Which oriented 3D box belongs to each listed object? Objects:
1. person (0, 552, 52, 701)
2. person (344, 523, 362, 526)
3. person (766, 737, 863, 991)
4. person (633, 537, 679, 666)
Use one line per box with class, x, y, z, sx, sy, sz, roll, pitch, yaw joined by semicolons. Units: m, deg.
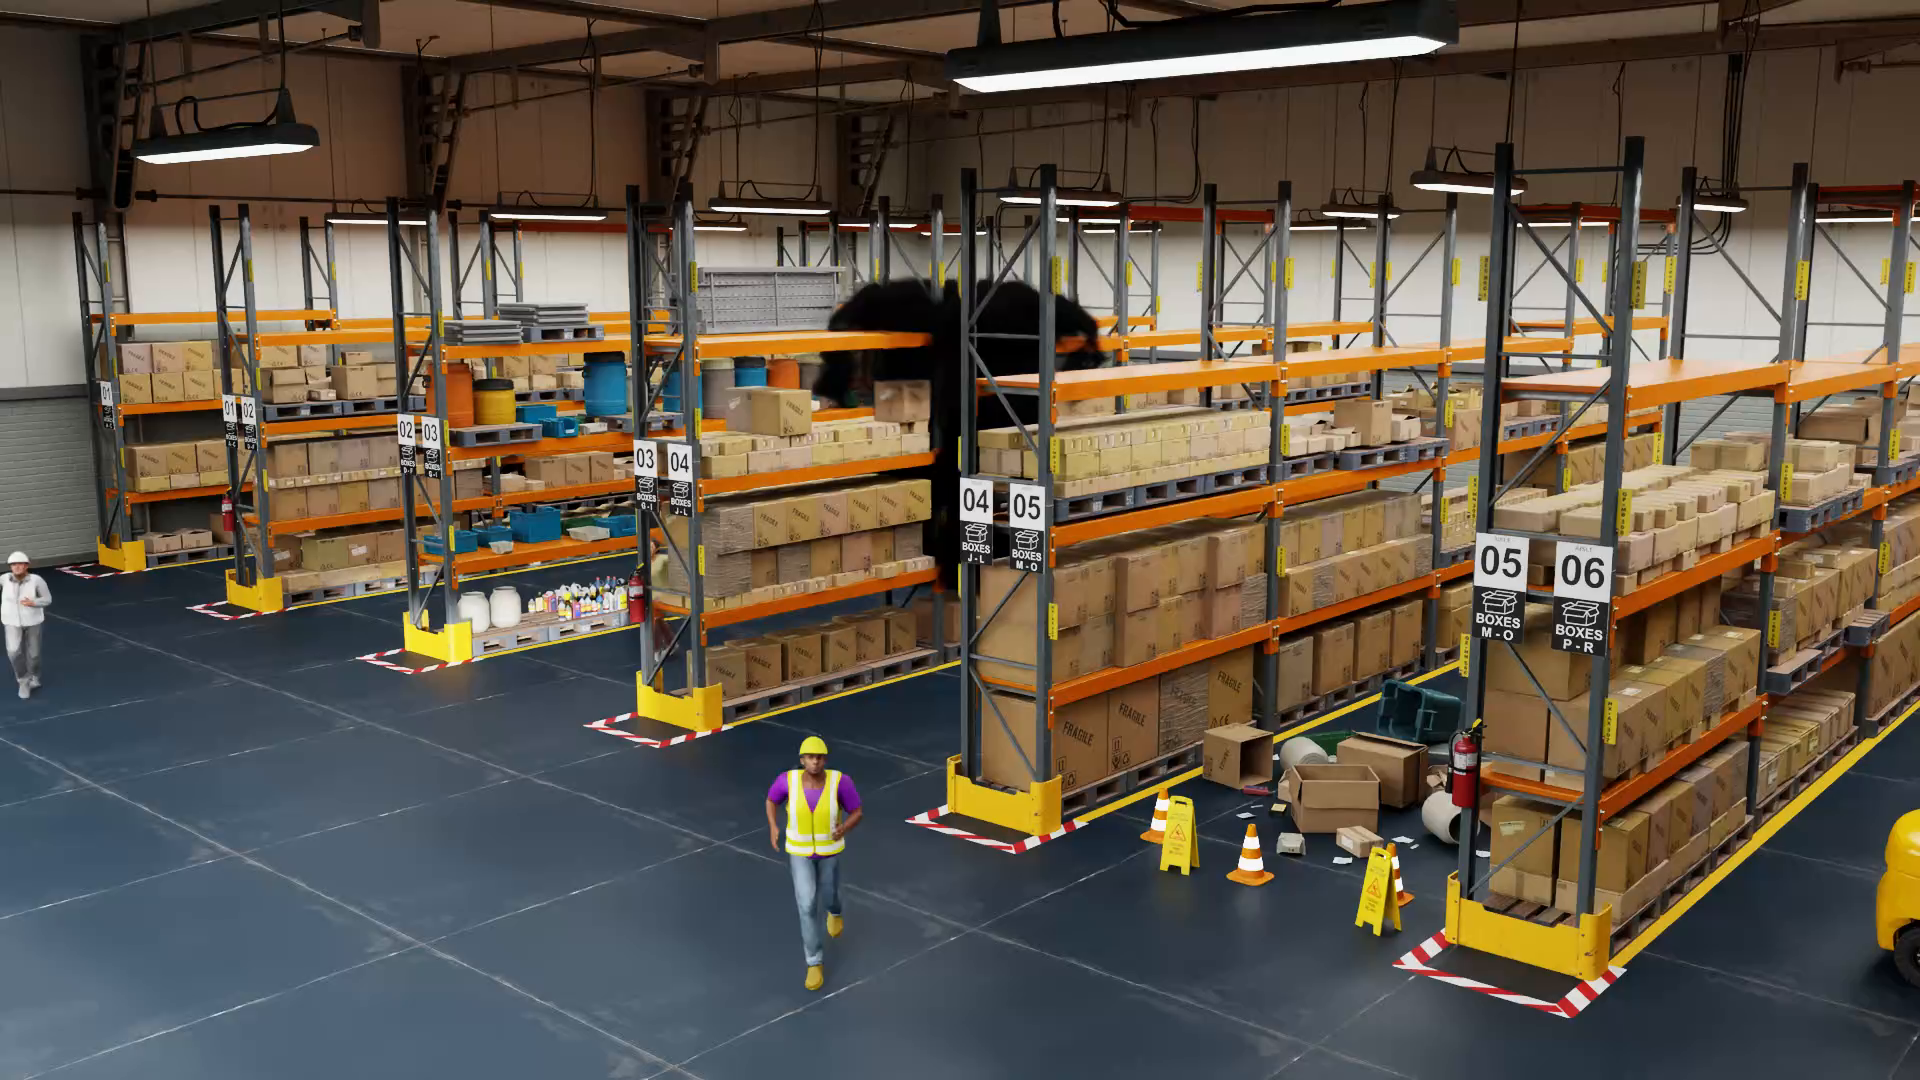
person;-11.222;1.008;19.918;0.681;1.787;0.827;-4;10;-21
person;-10.271;-0.294;28.139;0.499;1.710;0.841;6;11;31
person;-1.069;2.288;12.244;0.711;1.773;0.971;-1;10;-5
person;-3.915;0.772;21.622;0.600;1.680;0.802;3;10;18
